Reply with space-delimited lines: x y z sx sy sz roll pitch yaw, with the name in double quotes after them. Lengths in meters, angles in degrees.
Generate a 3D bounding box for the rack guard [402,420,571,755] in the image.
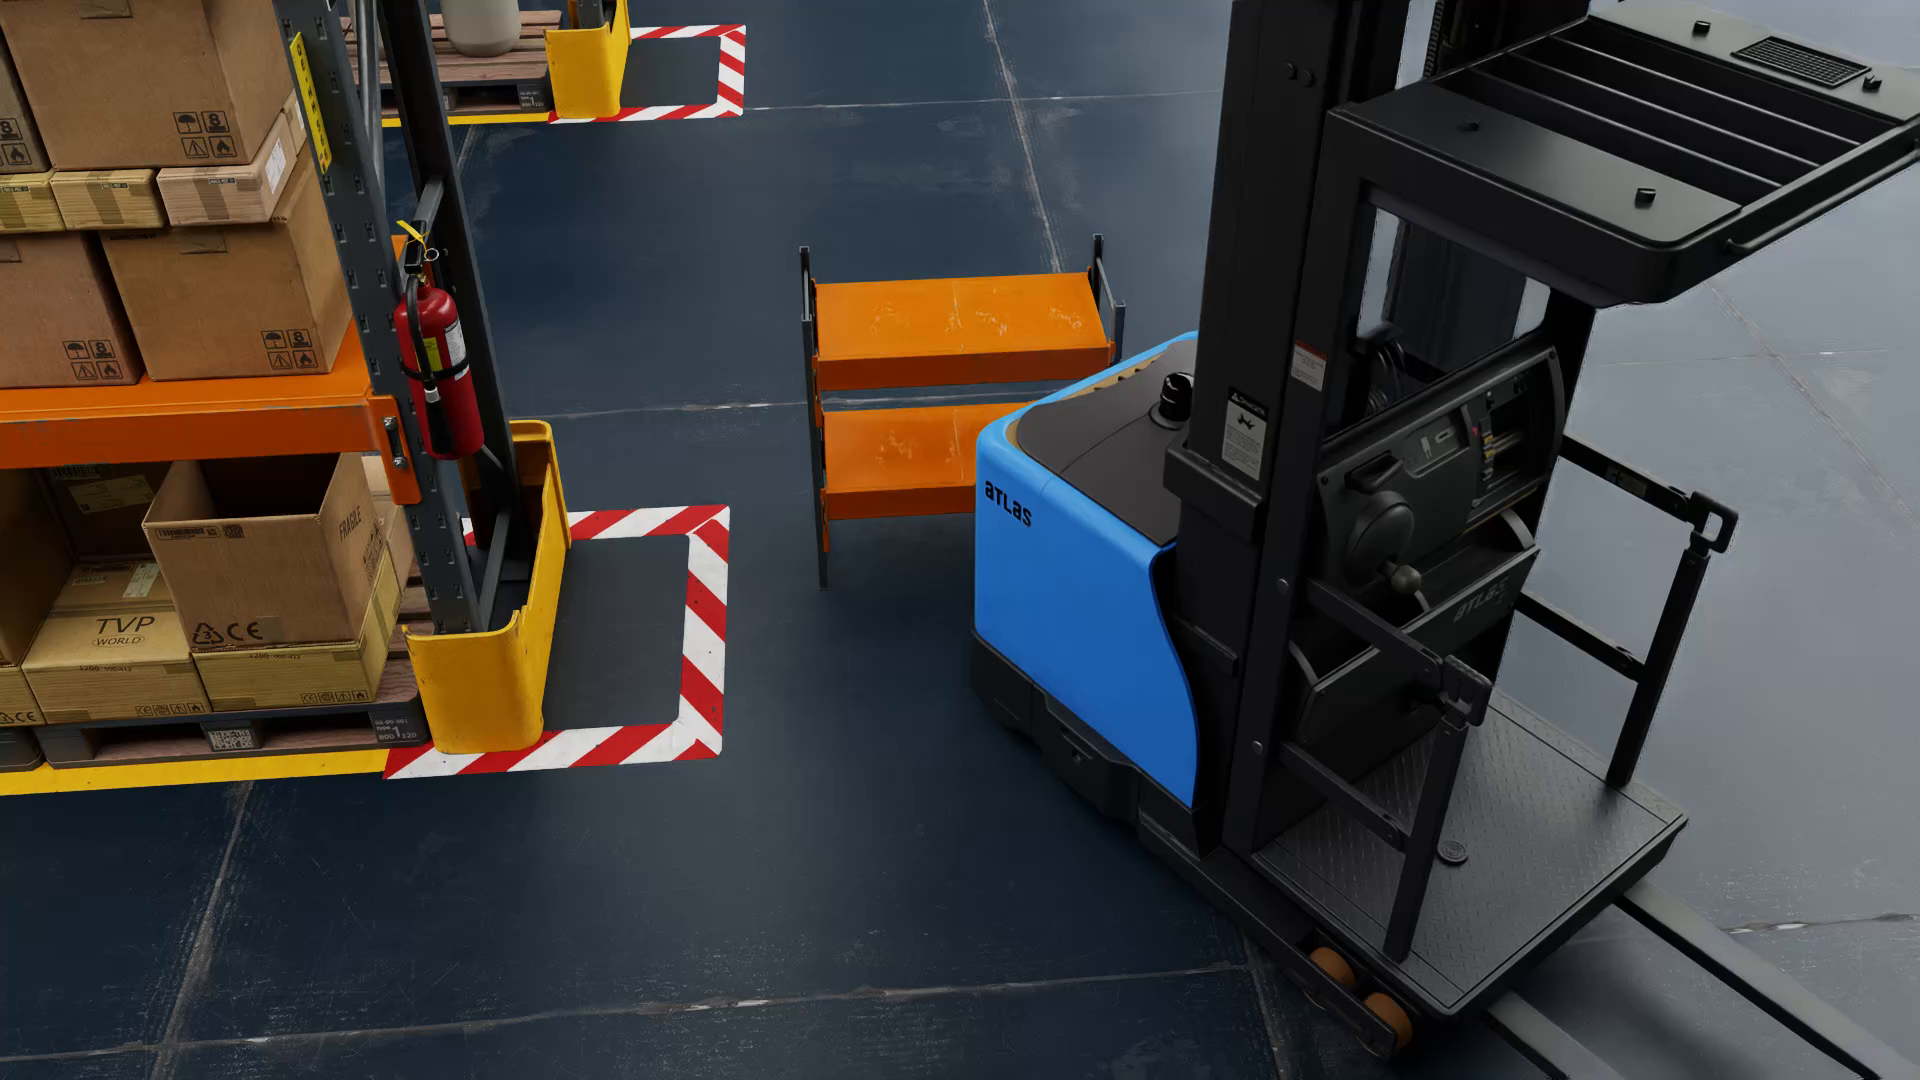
-1.588 0.131 5.681 0.348 0.500 1.175 -3 38 -4 "rack guard"

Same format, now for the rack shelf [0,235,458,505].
-3.604 -0.457 4.988 4.000 0.370 1.077 -3 38 -4 "rack shelf"

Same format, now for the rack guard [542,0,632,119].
-2.118 -2.891 9.511 0.348 0.500 1.175 -3 38 -4 "rack guard"

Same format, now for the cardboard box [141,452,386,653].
-2.119 -0.016 5.124 0.500 0.500 0.500 -3 38 -4 "cardboard box"

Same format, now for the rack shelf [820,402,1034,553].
-0.007 -0.249 6.053 1.000 0.278 0.538 -3 38 -4 "rack shelf"

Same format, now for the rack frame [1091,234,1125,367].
0.500 -0.469 5.936 0.032 1.125 0.500 -3 38 -4 "rack frame"

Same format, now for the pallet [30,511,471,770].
-2.370 0.313 5.682 1.213 0.211 1.003 -3 38 -4 "pallet"

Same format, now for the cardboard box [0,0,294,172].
-2.130 -1.377 4.446 0.500 0.500 0.700 -3 38 -4 "cardboard box"

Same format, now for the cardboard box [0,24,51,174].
-2.654 -1.345 4.405 0.500 0.500 0.700 -4 38 -5 "cardboard box"

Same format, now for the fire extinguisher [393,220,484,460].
-1.453 -0.539 4.574 0.183 0.674 0.296 -3 38 -4 "fire extinguisher"

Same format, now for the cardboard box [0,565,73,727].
-3.114 0.340 5.278 0.500 0.250 0.500 -3 38 -4 "cardboard box"

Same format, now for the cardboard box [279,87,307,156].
-2.022 -1.254 4.814 0.250 0.149 0.380 -3 38 -4 "cardboard box"

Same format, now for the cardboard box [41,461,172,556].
-2.663 -0.308 5.494 0.500 0.500 0.500 -3 38 -4 "cardboard box"

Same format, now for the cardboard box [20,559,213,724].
-2.617 0.312 5.314 0.500 0.250 0.500 -3 38 -4 "cardboard box"

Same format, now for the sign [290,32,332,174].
-1.577 -1.061 4.047 0.005 0.325 0.100 -3 38 -4 "sign"

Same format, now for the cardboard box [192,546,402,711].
-2.120 0.277 5.358 0.500 0.250 0.500 -3 38 -4 "cardboard box"

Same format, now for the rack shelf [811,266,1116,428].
-0.007 -0.671 5.720 1.000 0.278 0.538 -3 38 -4 "rack shelf"

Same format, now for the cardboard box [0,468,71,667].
-3.114 0.048 5.043 0.500 0.500 0.500 -3 38 -4 "cardboard box"

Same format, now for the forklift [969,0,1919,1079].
1.346 -0.114 4.029 1.130 2.935 3.031 -26 45 -29 "forklift"

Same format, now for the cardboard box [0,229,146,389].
-2.600 -0.839 4.811 0.500 0.500 0.700 -2 38 -3 "cardboard box"

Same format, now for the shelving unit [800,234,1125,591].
-0.007 -0.441 5.901 1.048 1.125 0.538 -3 38 -4 "shelving unit"

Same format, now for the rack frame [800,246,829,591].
-0.513 -0.413 5.866 0.032 1.125 0.500 -3 38 -4 "rack frame"

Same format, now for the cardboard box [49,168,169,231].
-2.236 -0.989 4.478 0.250 0.149 0.380 -2 38 -3 "cardboard box"

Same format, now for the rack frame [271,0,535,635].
-1.612 -0.849 4.905 0.127 3.000 1.000 -3 38 -4 "rack frame"

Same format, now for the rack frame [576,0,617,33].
-2.047 -3.906 8.778 0.127 3.000 1.000 -3 38 -4 "rack frame"

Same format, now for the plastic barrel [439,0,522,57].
-2.695 -3.011 9.313 0.421 0.512 0.421 0 38 0 "plastic barrel"

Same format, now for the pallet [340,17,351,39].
-4.140 -2.671 9.465 1.213 0.211 1.003 -3 38 -4 "pallet"

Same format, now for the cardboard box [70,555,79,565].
-3.161 0.014 5.691 0.500 0.250 0.500 -3 38 -4 "cardboard box"

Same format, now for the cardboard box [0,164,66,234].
-2.491 -0.975 4.460 0.250 0.149 0.380 -4 38 -5 "cardboard box"

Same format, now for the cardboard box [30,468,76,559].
-3.160 -0.273 5.450 0.500 0.500 0.500 -3 38 -4 "cardboard box"

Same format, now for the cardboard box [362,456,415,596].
-2.165 -0.042 5.763 0.500 0.250 0.500 -3 38 -4 "cardboard box"

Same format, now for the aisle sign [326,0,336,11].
-1.520 -1.692 3.874 0.004 0.787 0.394 -3 38 -4 "aisle sign"

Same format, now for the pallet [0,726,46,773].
-3.582 0.378 5.600 1.213 0.211 1.003 -3 38 -4 "pallet"

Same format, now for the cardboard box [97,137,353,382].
-2.078 -0.871 4.851 0.500 0.500 0.700 -3 38 -4 "cardboard box"

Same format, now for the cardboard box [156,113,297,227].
-1.975 -1.005 4.497 0.250 0.149 0.380 -4 38 -5 "cardboard box"

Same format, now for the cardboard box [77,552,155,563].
-2.663 -0.013 5.725 0.500 0.250 0.500 -3 38 -4 "cardboard box"

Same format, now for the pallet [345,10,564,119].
-2.928 -2.736 9.548 1.213 0.211 1.003 -3 38 -4 "pallet"

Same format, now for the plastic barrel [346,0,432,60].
-3.195 -2.983 9.278 0.421 0.512 0.421 0 38 0 "plastic barrel"
